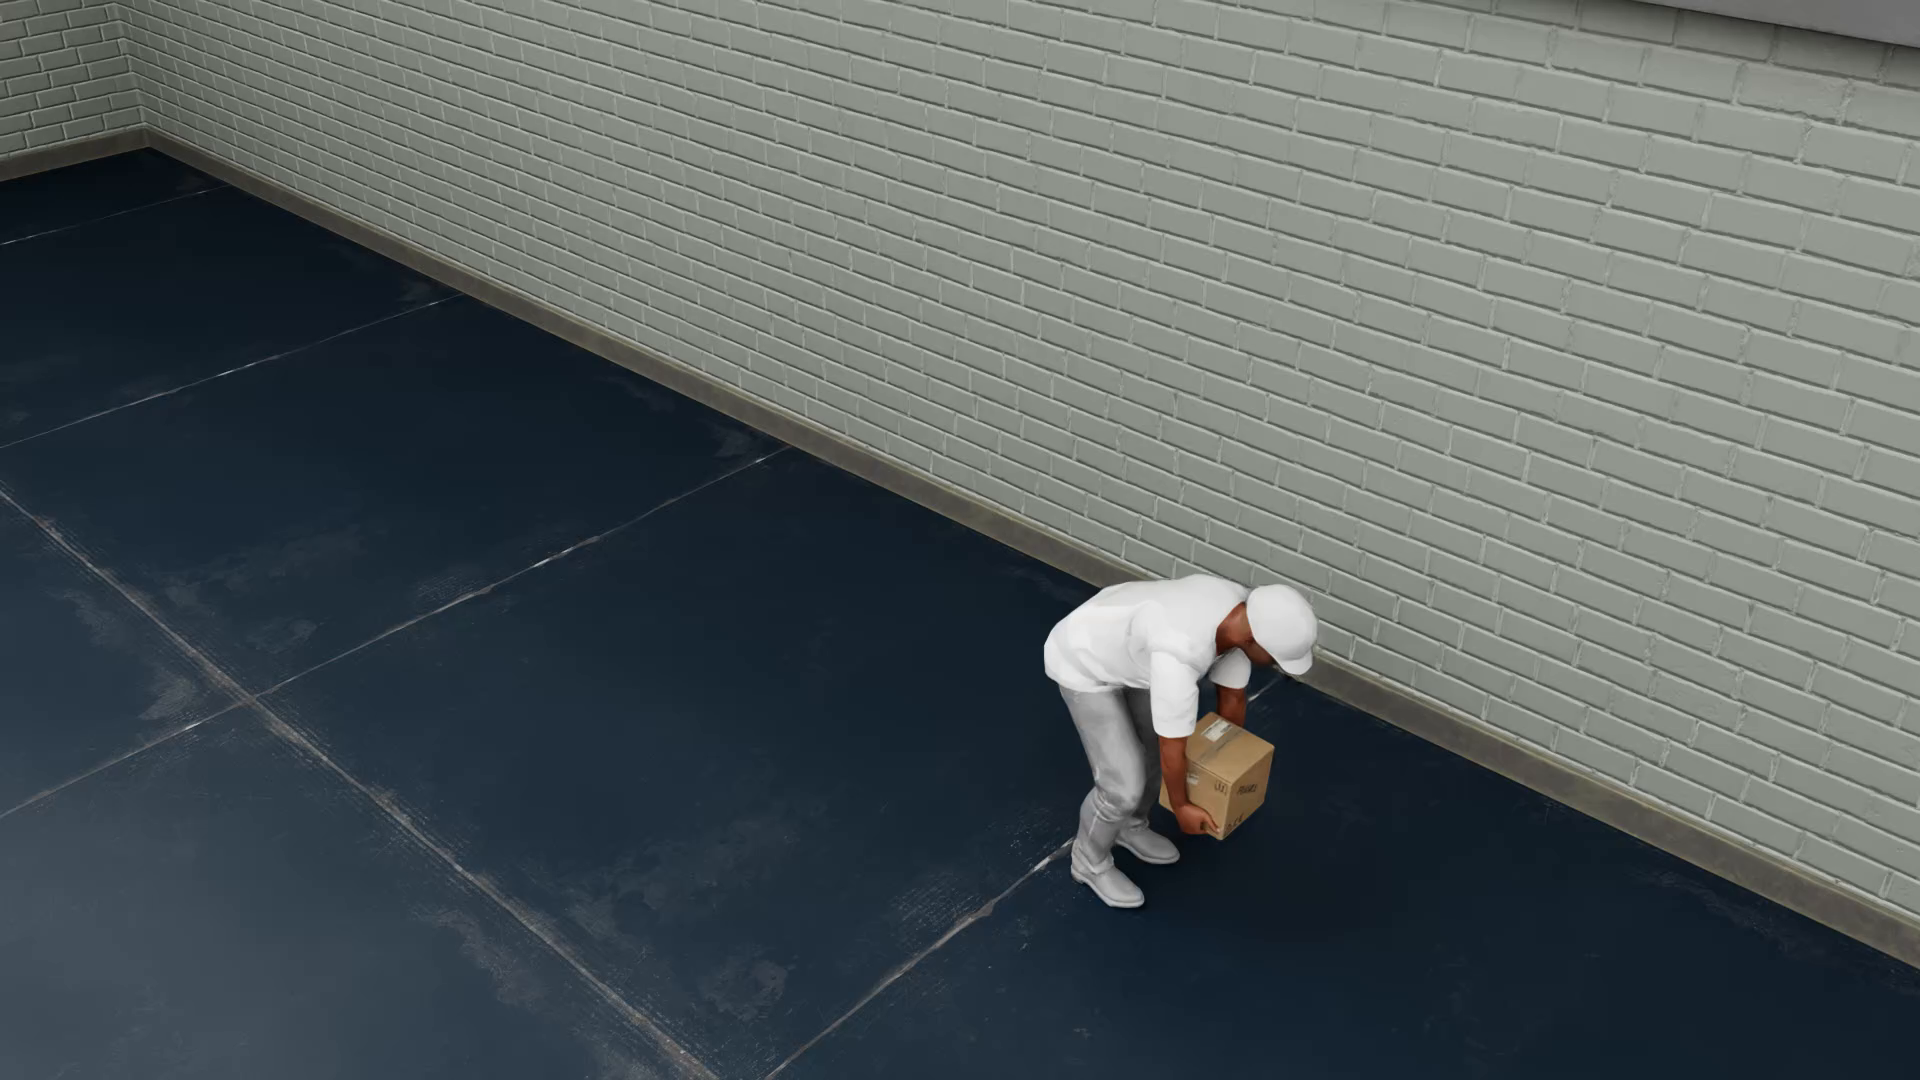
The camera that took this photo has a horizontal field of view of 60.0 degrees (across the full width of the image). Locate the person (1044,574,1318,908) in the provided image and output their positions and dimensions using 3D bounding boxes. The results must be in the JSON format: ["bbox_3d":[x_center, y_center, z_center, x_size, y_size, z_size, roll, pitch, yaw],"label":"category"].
[{"bbox_3d":[0.704,0.622,5.454,0.897,1.377,0.489,24,38,34],"label":"person"}]
